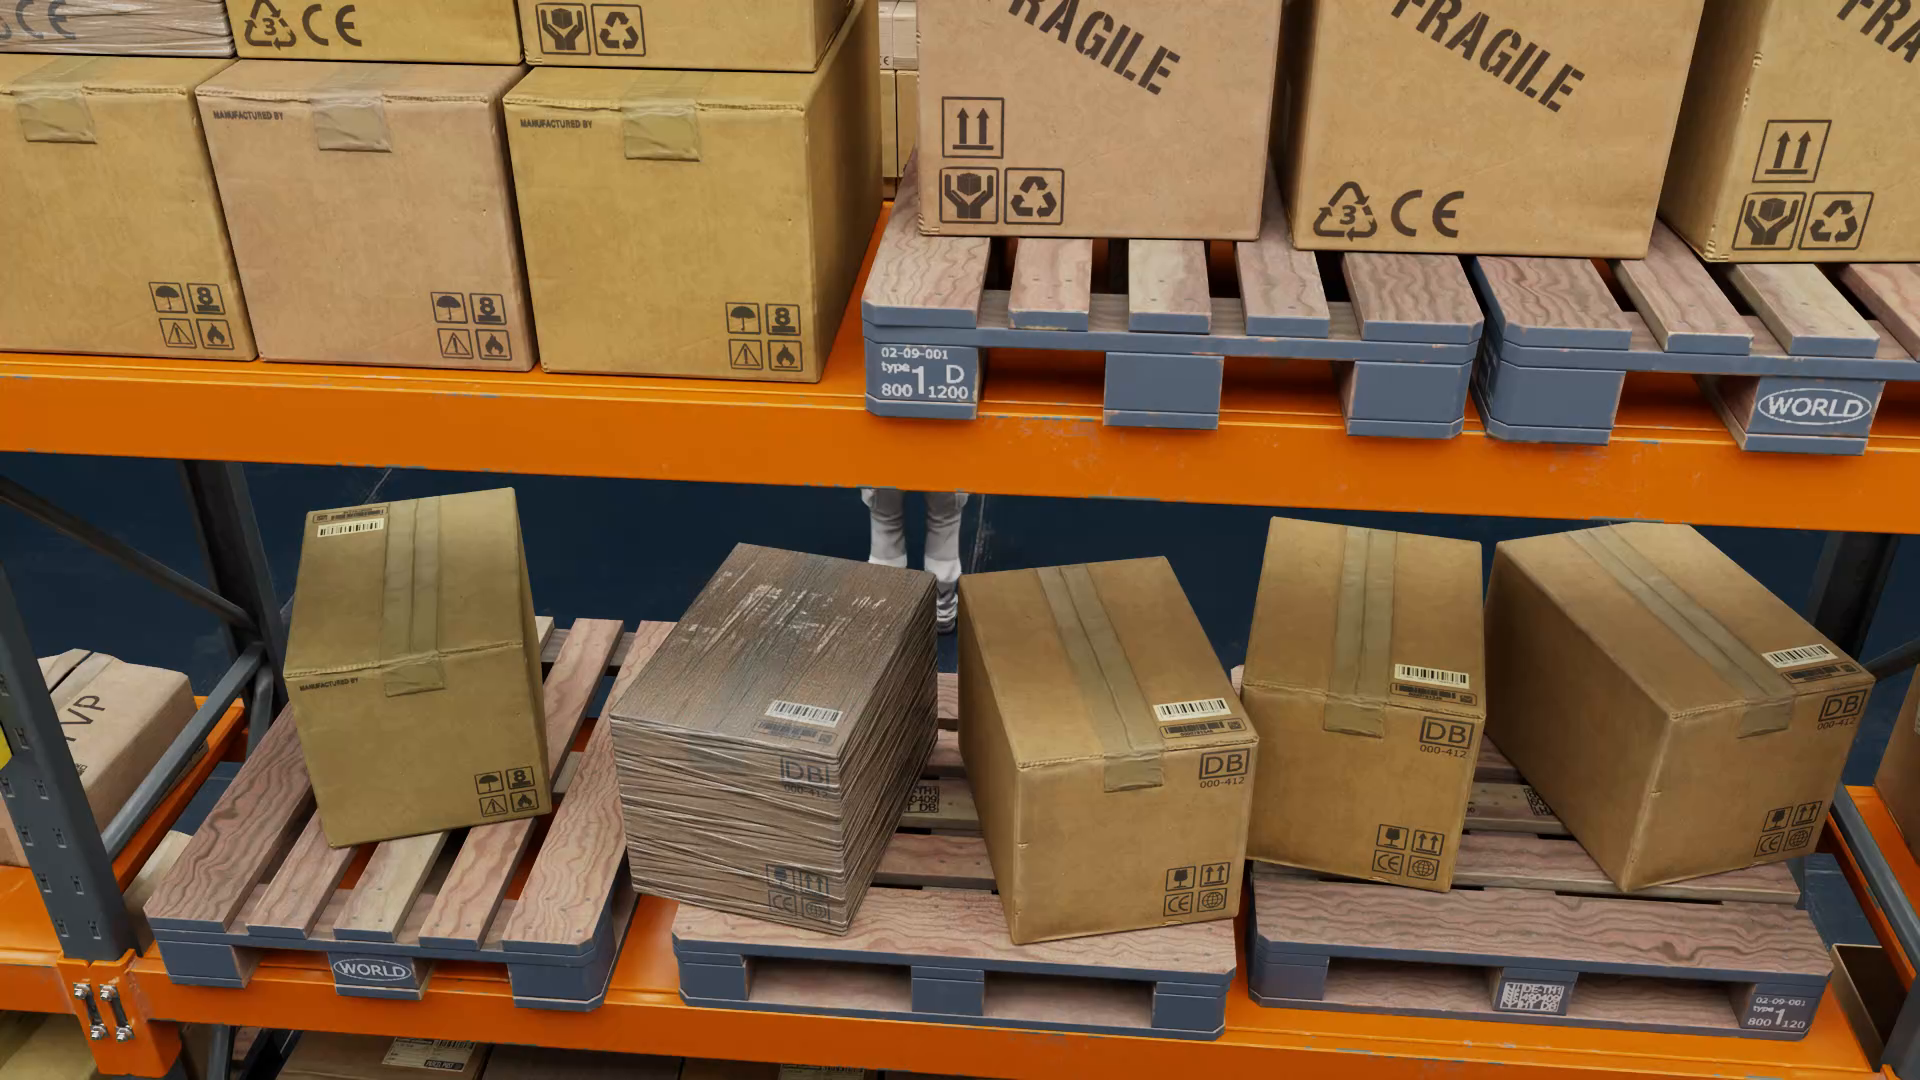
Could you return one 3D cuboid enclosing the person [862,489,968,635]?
[{"bbox_3d":[-0.195,-0.462,6.875,0.491,1.772,0.580,2,32,3],"label":"person"}]
